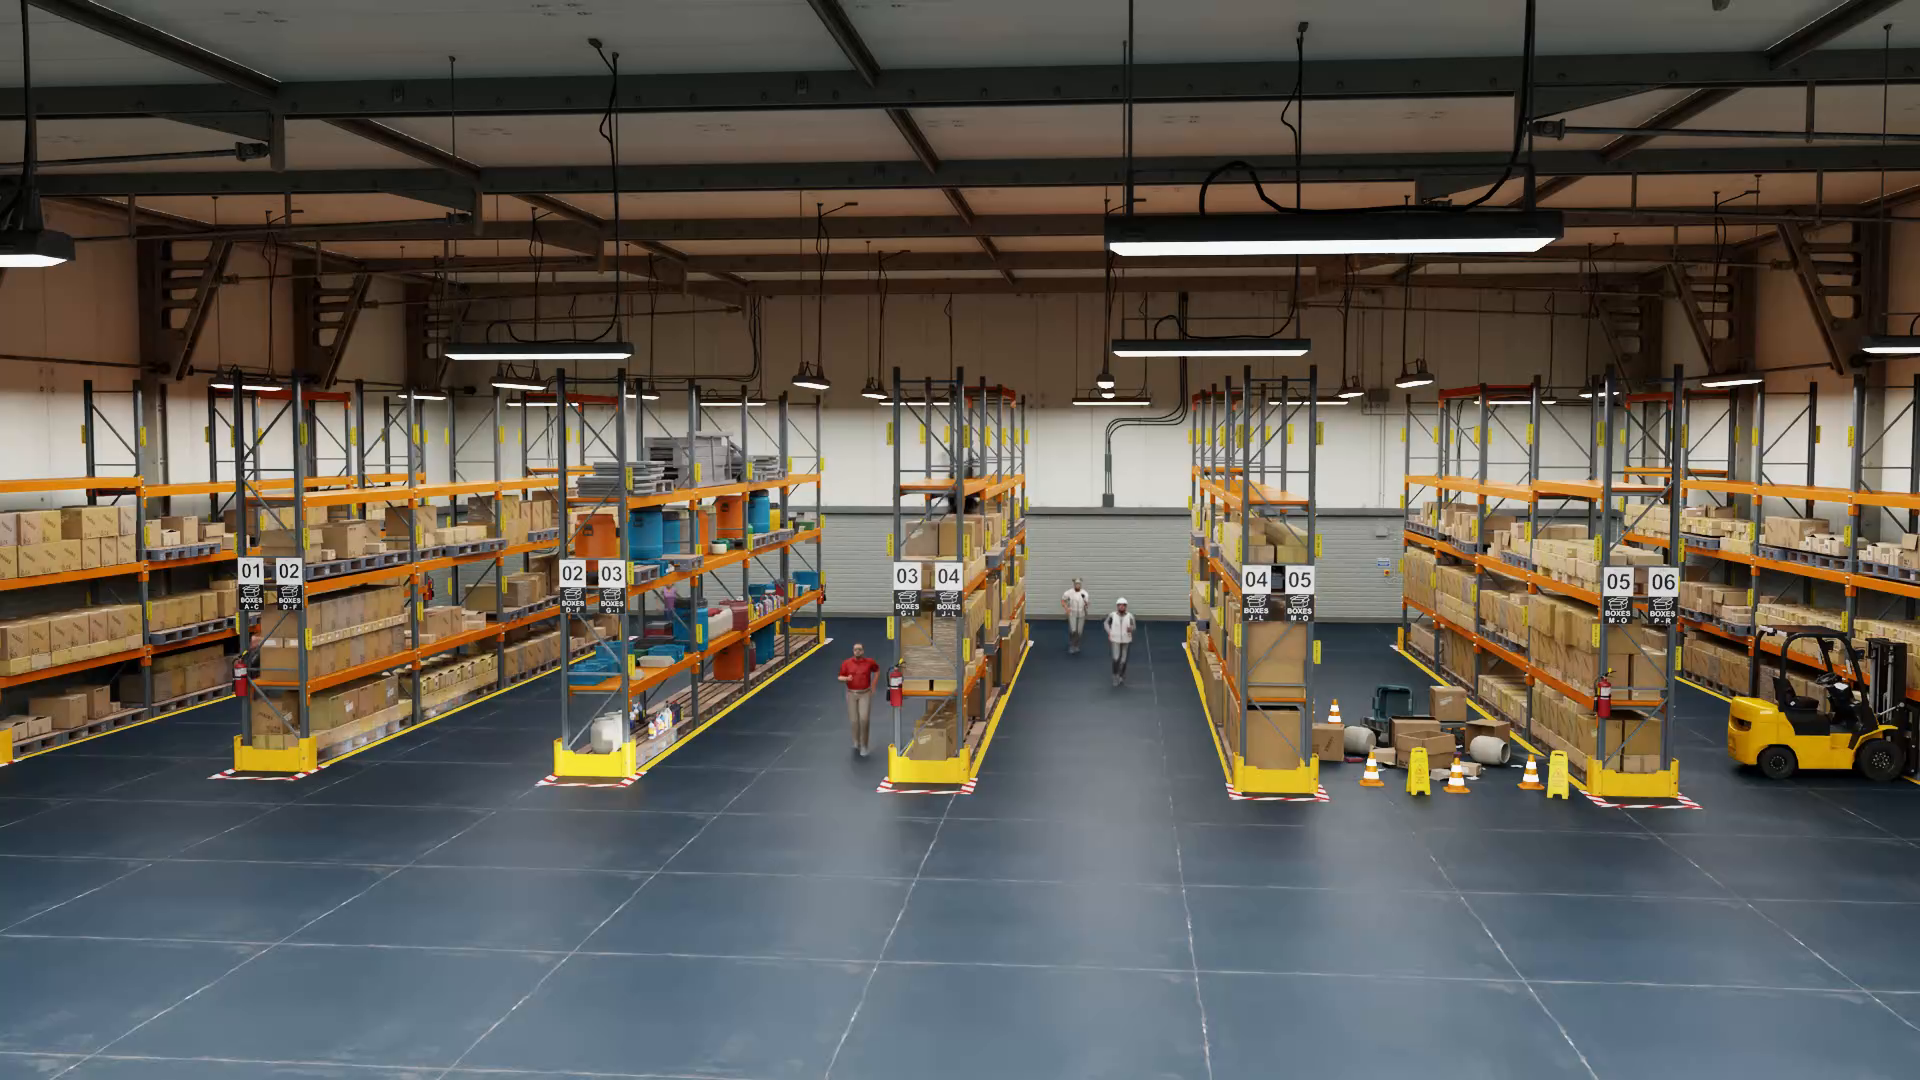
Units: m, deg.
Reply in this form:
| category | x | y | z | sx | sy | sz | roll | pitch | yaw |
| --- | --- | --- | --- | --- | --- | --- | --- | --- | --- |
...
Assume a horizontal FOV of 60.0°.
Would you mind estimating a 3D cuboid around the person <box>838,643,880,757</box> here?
| category | x | y | z | sx | sy | sz | roll | pitch | yaw |
| --- | --- | --- | --- | --- | --- | --- | --- | --- | --- |
| person | -1.600 | 2.519 | 26.266 | 0.640 | 1.793 | 0.754 | 0 | 4 | 3 |

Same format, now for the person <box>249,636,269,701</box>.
| category | x | y | z | sx | sy | sz | roll | pitch | yaw |
| --- | --- | --- | --- | --- | --- | --- | --- | --- | --- |
| person | -11.706 | 2.442 | 27.647 | 0.670 | 1.702 | 0.687 | 0 | 4 | 2 |

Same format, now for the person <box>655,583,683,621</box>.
| category | x | y | z | sx | sy | sz | roll | pitch | yaw |
| --- | --- | --- | --- | --- | --- | --- | --- | --- | --- |
| person | -7.066 | 1.717 | 40.410 | 0.670 | 1.564 | 0.558 | -1 | 4 | -15 |

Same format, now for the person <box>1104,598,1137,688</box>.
| category | x | y | z | sx | sy | sz | roll | pitch | yaw |
| --- | --- | --- | --- | --- | --- | --- | --- | --- | --- |
| person | 3.224 | 2.060 | 33.315 | 0.635 | 1.813 | 0.751 | 0 | 4 | -1 |

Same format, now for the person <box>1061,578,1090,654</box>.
| category | x | y | z | sx | sy | sz | roll | pitch | yaw |
| --- | --- | --- | --- | --- | --- | --- | --- | --- | --- |
| person | 2.690 | 1.757 | 38.317 | 0.635 | 1.773 | 0.685 | 0 | 4 | -8 |
